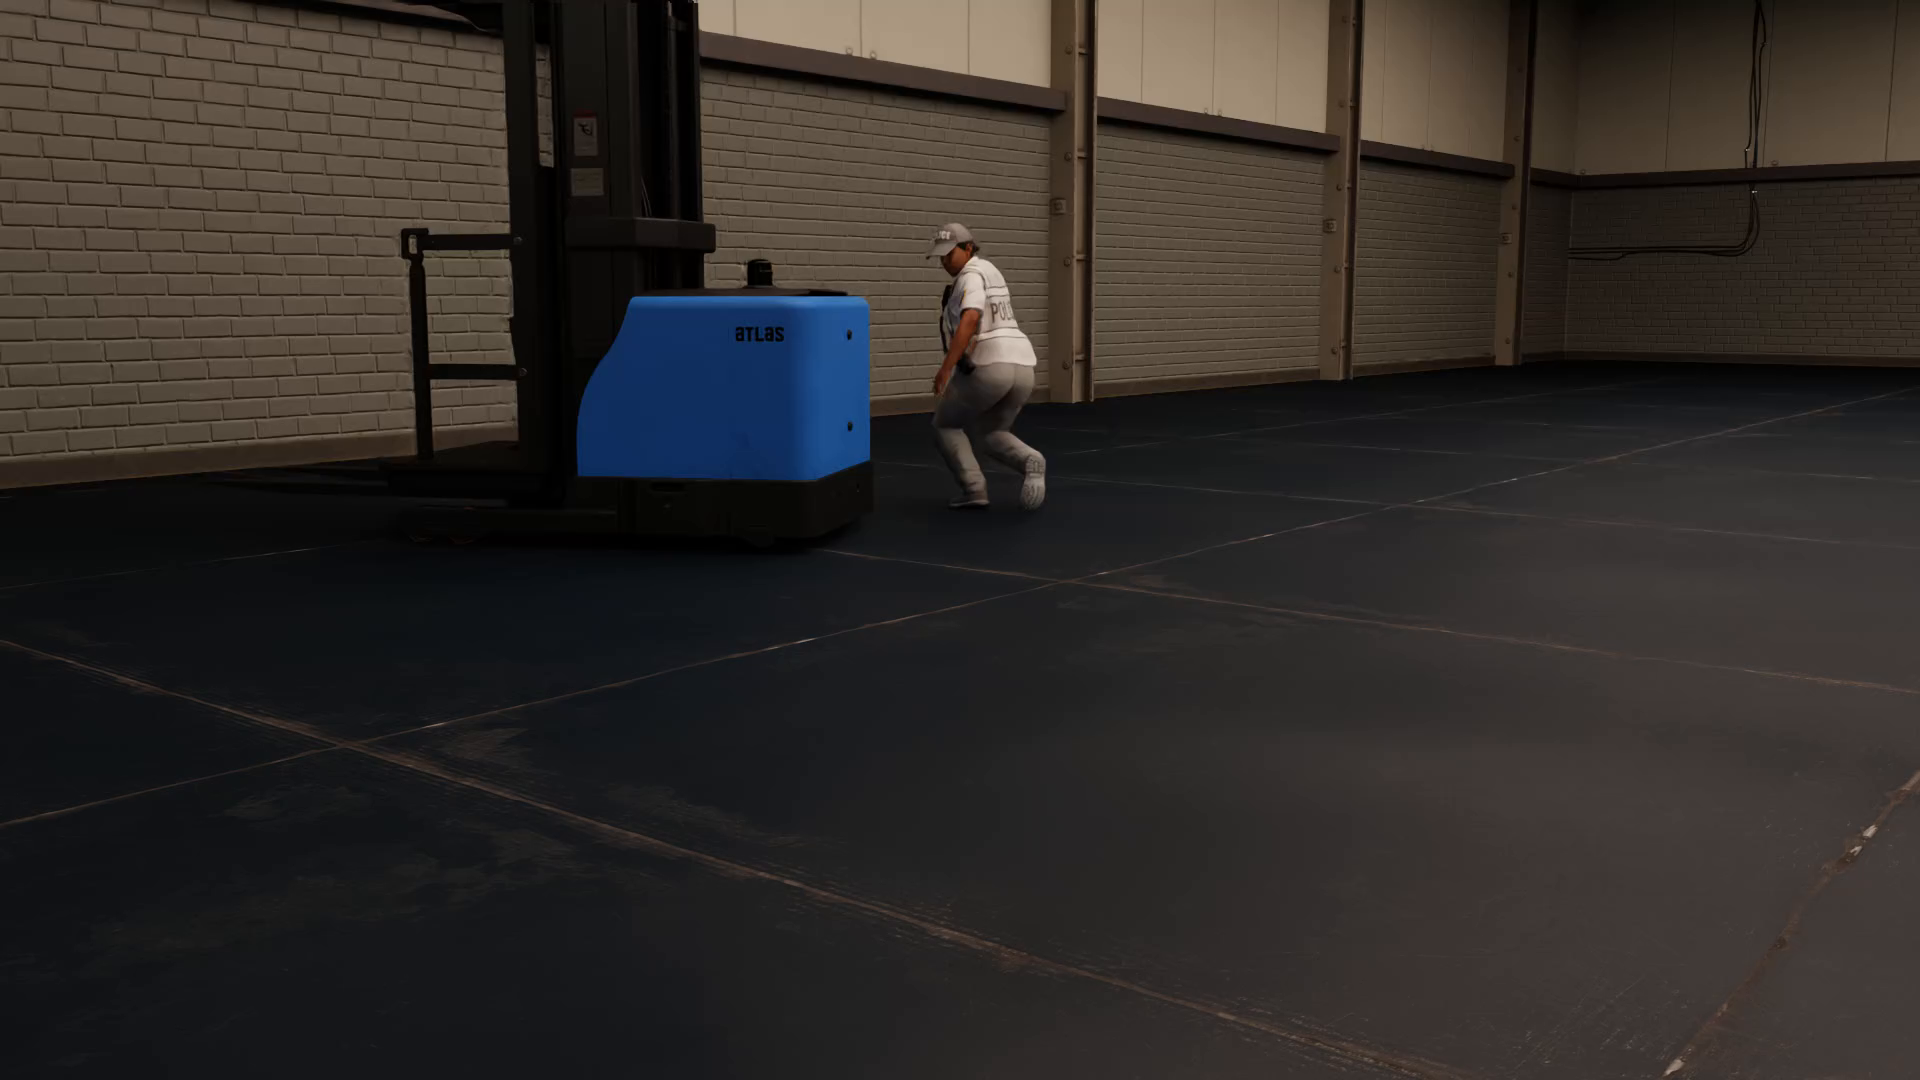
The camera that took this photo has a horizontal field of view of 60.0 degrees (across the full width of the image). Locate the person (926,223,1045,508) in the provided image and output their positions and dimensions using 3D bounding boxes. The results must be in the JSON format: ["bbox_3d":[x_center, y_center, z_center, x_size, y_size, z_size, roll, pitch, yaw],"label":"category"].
[{"bbox_3d":[0.150,-0.880,8.502,0.621,1.459,0.757,6,10,37],"label":"person"}]

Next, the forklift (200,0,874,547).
[{"bbox_3d":[-1.979,-1.502,7.549,3.031,2.935,1.130,2,9,12],"label":"forklift"}]
